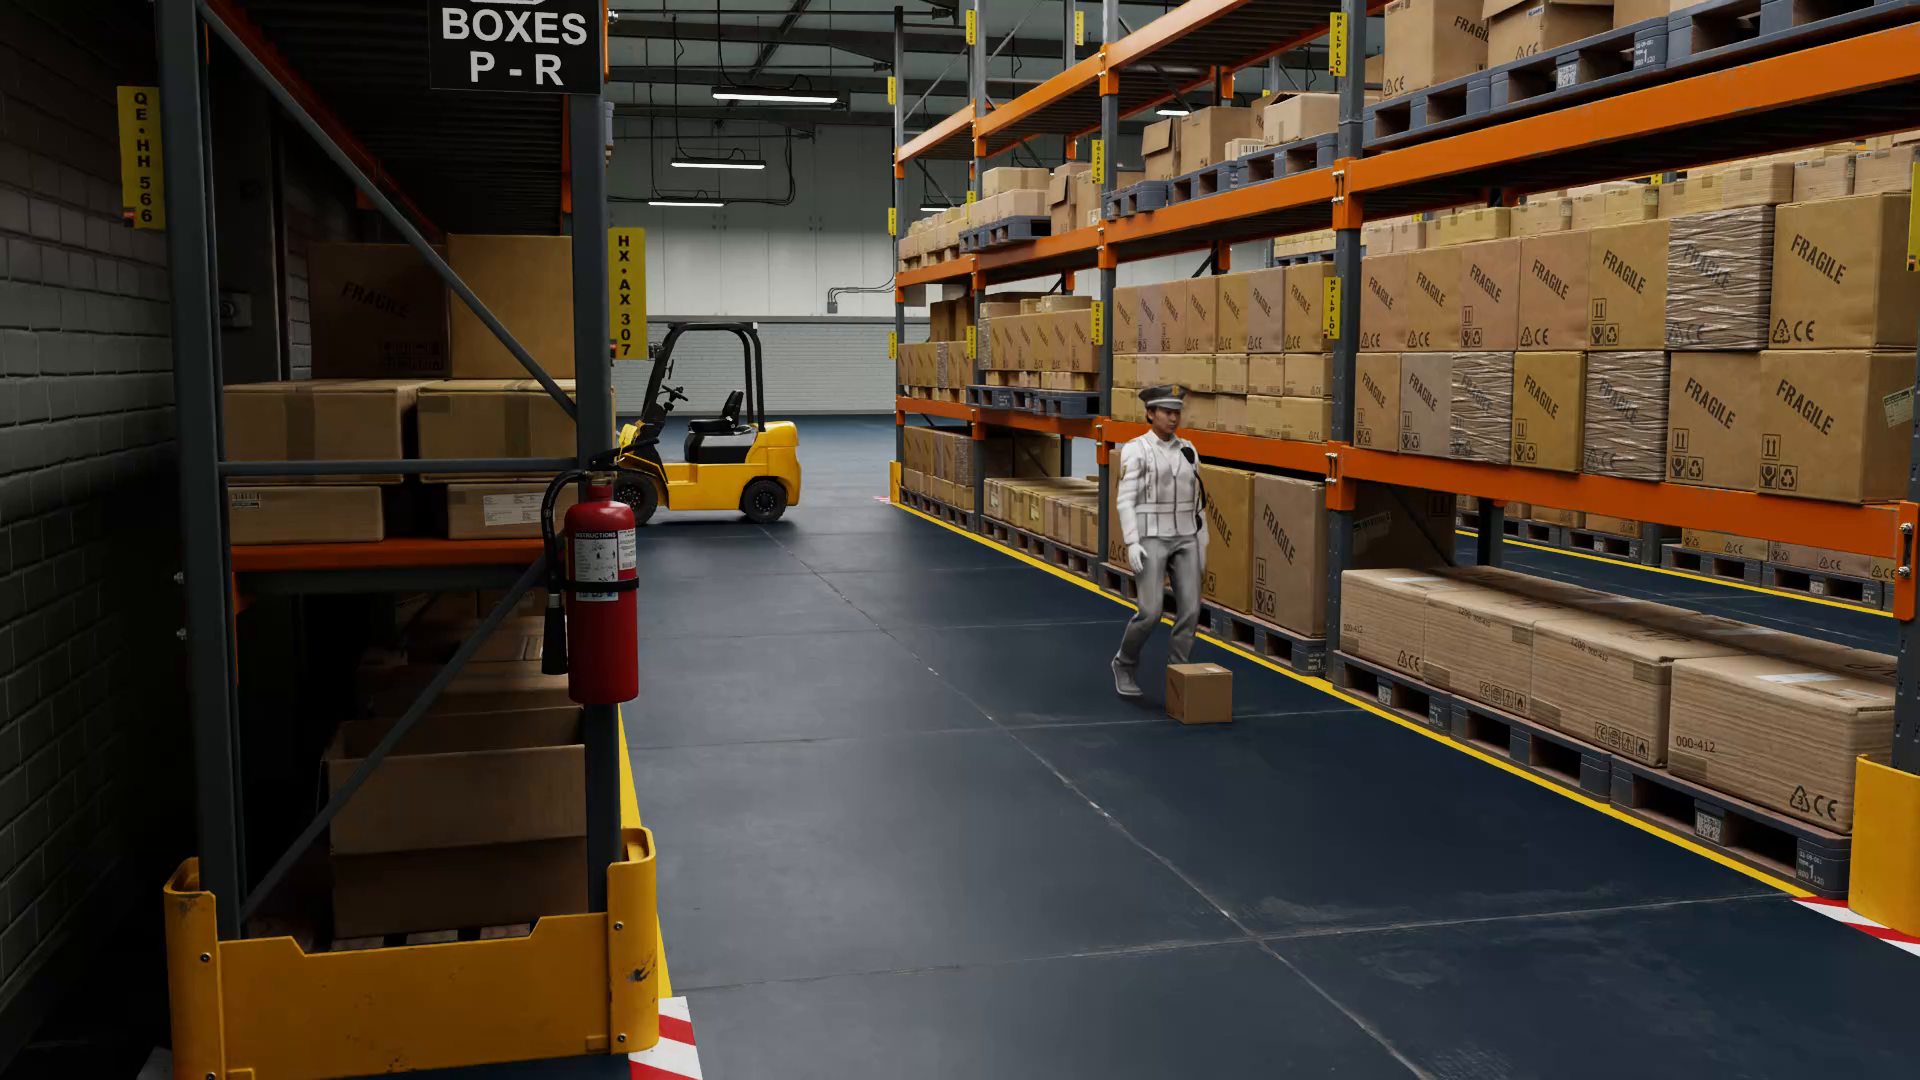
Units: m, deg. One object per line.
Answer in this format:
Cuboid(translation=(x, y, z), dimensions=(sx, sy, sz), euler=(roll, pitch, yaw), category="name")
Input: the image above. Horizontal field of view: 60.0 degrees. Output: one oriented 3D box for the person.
Cuboid(translation=(1.080, 0.022, 8.554), dimensions=(0.507, 1.648, 0.512), euler=(-2, 7, -21), category="person")
